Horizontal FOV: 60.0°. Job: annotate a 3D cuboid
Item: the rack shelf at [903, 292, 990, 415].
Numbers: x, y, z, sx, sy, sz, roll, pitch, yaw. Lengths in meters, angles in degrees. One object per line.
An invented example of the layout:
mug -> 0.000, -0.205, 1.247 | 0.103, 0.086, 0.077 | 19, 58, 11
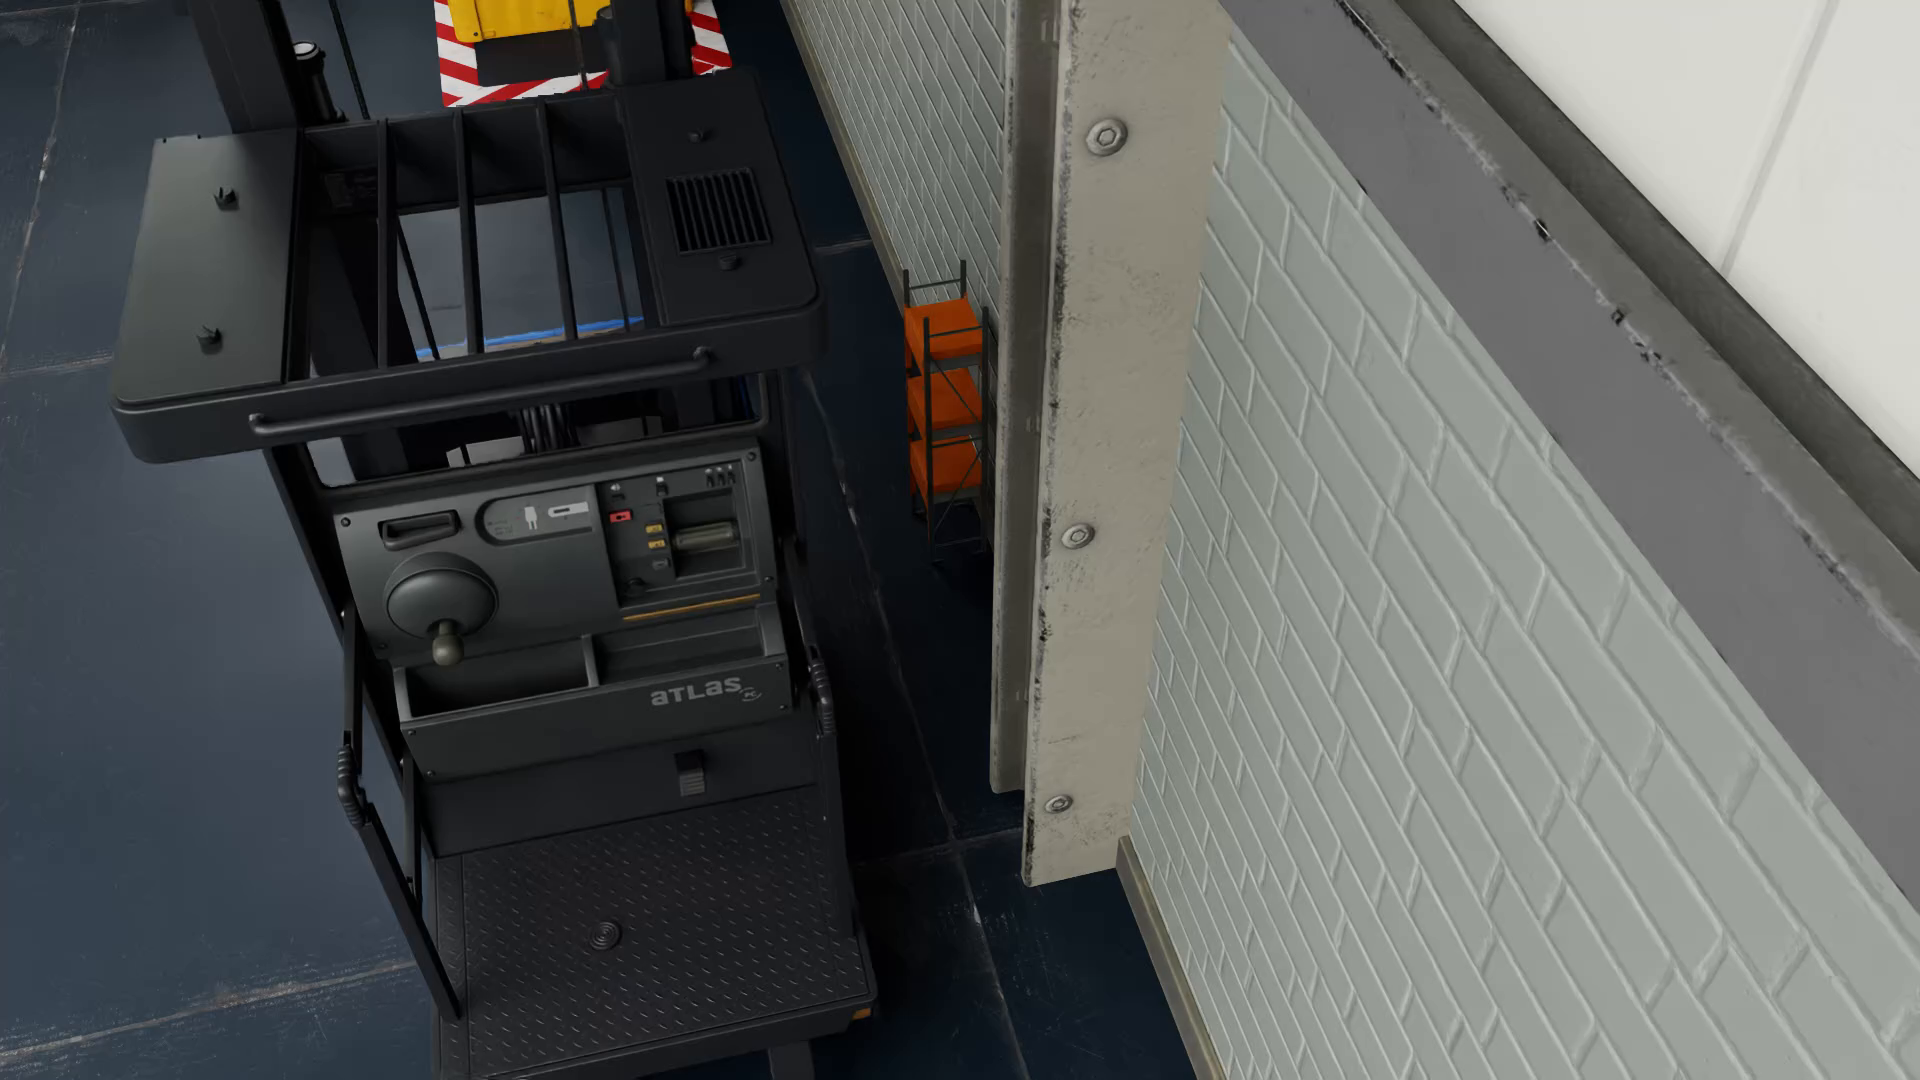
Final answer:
rack shelf -> -0.044, -0.584, 5.204 | 0.215, 0.259, 0.240 | -12, 47, -11

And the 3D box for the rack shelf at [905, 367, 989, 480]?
rack shelf -> -0.042, -0.386, 5.407 | 0.215, 0.259, 0.240 | -12, 47, -11

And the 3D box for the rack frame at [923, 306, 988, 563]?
rack frame -> -0.009, -0.309, 5.317 | 0.200, 1.050, 0.008 | -12, 47, -11

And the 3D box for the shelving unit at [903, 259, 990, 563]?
shelving unit -> -0.042, -0.393, 5.399 | 0.215, 1.050, 0.252 | -12, 47, -11

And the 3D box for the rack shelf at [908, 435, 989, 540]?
rack shelf -> -0.041, -0.192, 5.606 | 0.215, 0.259, 0.240 | -12, 47, -11

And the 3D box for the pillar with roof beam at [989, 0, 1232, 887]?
pillar with roof beam -> -3.875, -1.530, 0.949 | 9.100, 9.000, 0.400 | -11, 47, -10

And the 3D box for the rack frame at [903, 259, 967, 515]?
rack frame -> -0.075, -0.477, 5.482 | 0.200, 1.050, 0.008 | -12, 47, -11

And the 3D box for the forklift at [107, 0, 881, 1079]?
forklift -> -0.839, 0.125, 3.576 | 1.130, 2.935, 3.031 | -10, 46, -10

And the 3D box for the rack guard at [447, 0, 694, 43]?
rack guard -> -1.936, -2.823, 8.167 | 1.175, 0.500, 0.348 | -11, 47, -10
